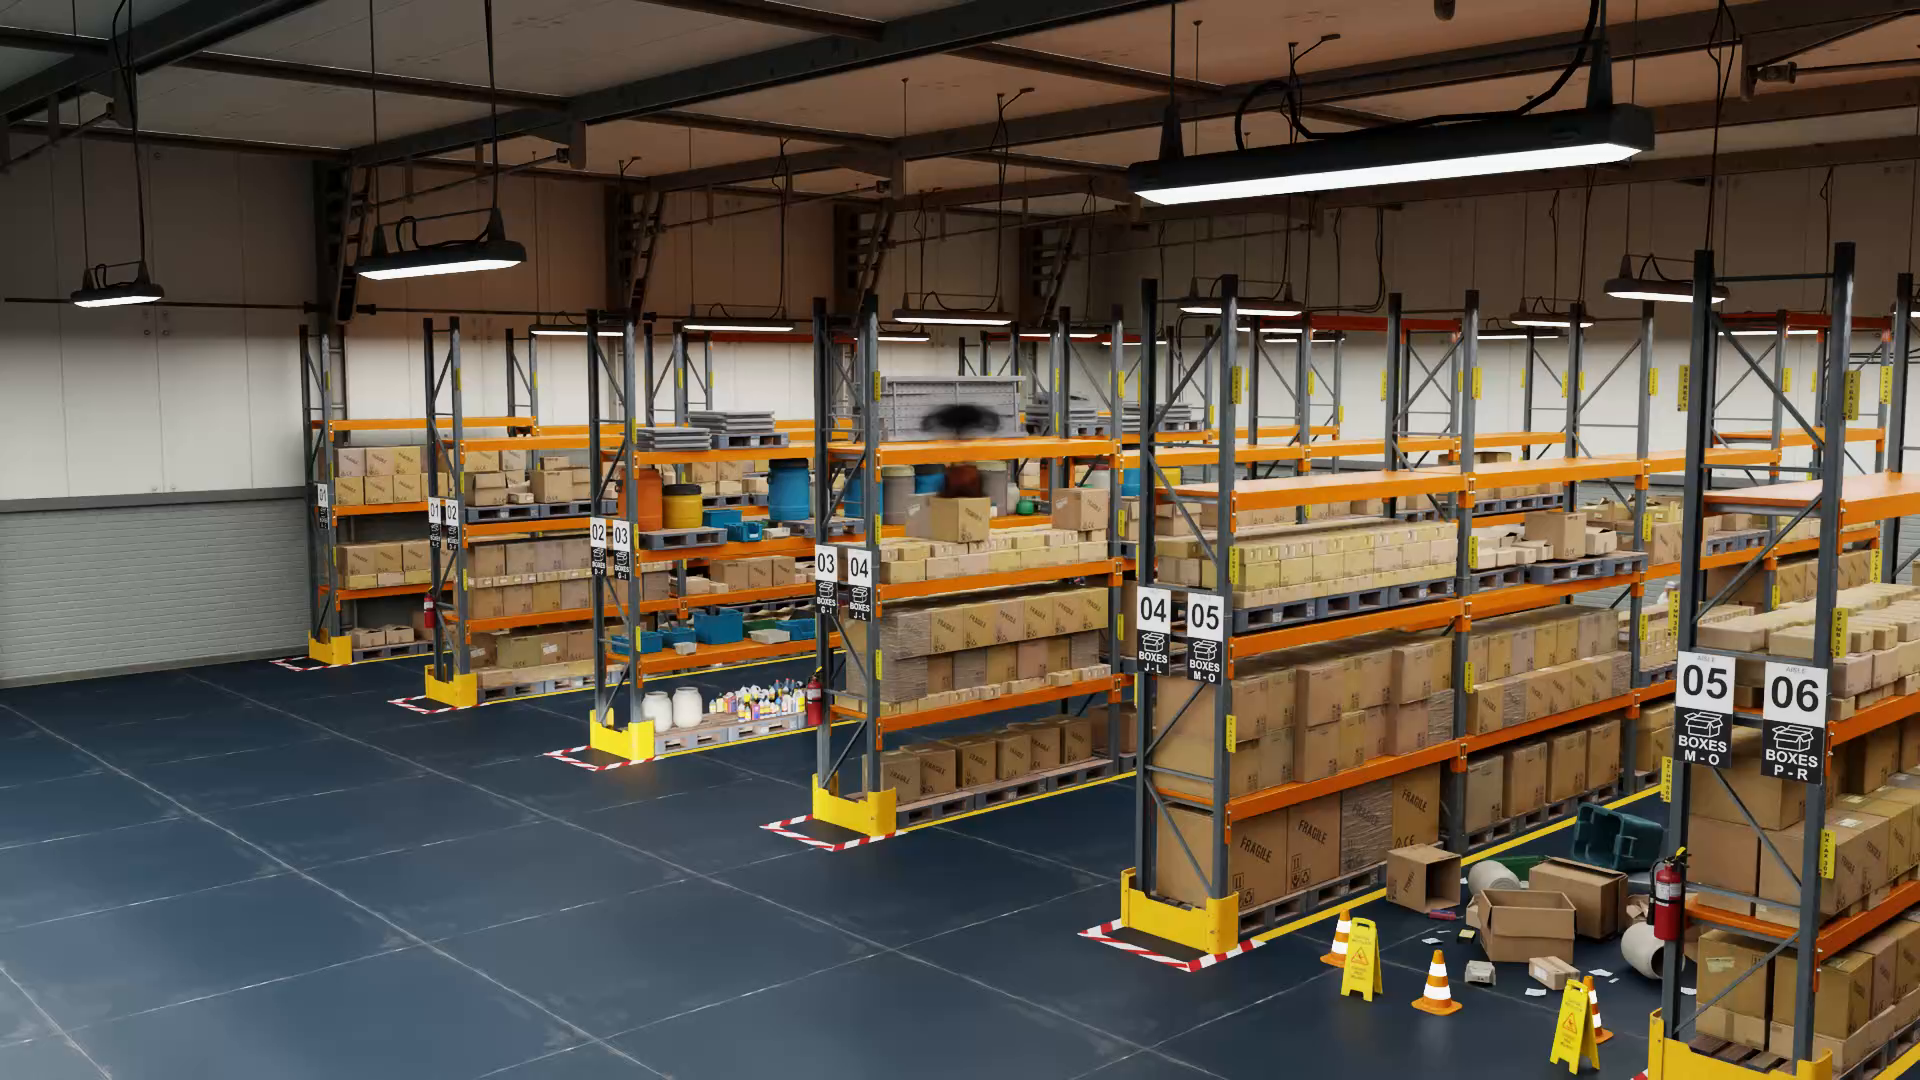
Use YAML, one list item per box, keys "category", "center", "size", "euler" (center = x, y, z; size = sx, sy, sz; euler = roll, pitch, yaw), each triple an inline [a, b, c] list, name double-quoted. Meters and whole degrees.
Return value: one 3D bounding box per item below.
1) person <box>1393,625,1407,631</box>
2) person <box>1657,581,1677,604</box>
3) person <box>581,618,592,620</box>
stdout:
- category: "person"
  center: [6.183, 1.953, 23.443]
  size: [0.635, 1.725, 0.695]
  euler: [5, 8, 42]
- category: "person"
  center: [12.240, 1.472, 28.677]
  size: [0.665, 1.601, 0.707]
  euler: [-4, 7, -34]
- category: "person"
  center: [-6.691, 1.416, 29.523]
  size: [0.694, 1.565, 0.843]
  euler: [3, 7, 29]
